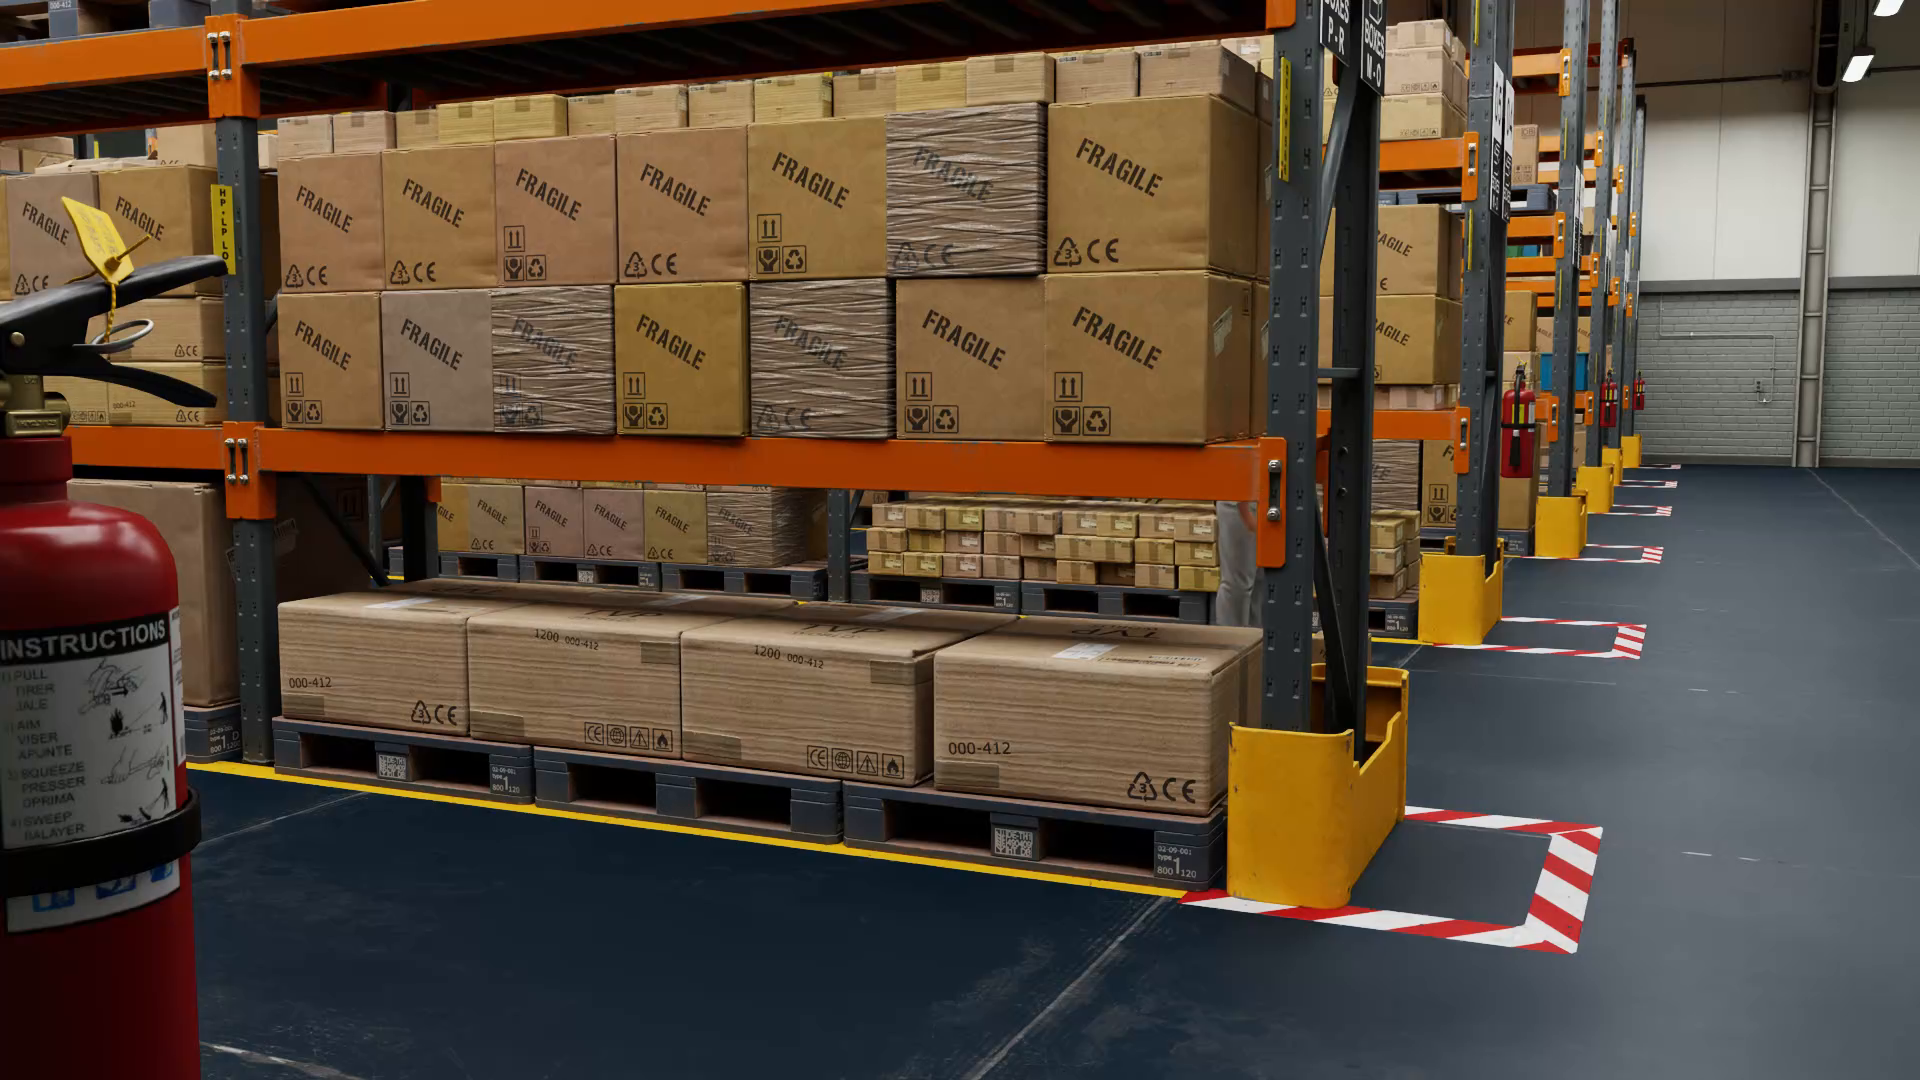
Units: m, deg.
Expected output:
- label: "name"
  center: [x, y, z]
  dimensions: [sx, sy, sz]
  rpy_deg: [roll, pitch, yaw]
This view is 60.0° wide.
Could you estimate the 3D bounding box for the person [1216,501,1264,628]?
- label: "person"
  center: [1.411, -0.146, 8.182]
  dimensions: [0.365, 1.674, 0.517]
  rpy_deg: [3, 6, 25]
